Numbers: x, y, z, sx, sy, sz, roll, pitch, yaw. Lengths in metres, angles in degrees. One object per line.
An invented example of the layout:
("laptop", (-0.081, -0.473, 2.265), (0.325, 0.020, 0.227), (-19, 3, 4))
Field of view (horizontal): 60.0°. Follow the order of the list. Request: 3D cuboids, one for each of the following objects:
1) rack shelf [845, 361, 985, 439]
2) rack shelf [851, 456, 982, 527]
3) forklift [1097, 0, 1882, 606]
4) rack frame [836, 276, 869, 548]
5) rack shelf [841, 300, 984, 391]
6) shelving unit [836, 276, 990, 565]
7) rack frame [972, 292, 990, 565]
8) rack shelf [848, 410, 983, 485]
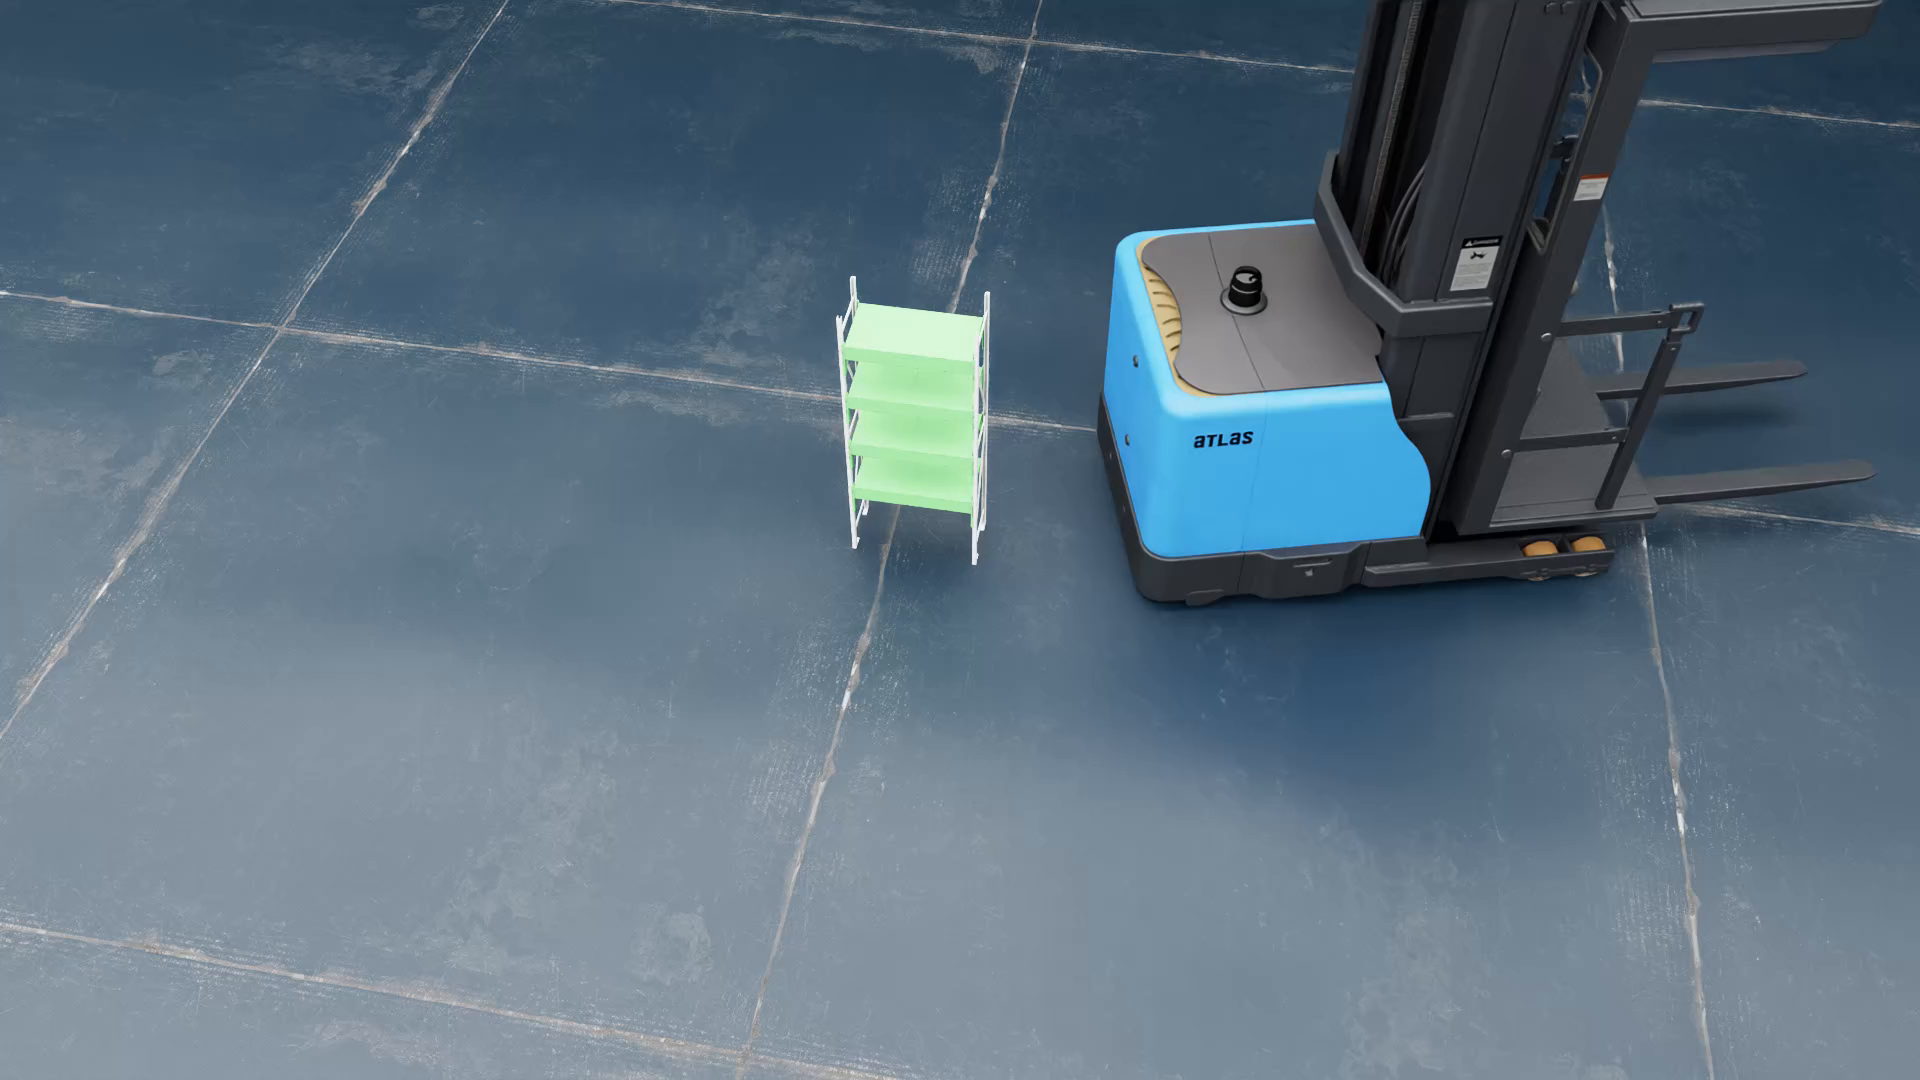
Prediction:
("rack shelf", (-0.163, -0.541, 6.164), (0.480, 0.148, 0.258), (8, 49, 7))
("rack shelf", (-0.163, -0.220, 6.521), (0.480, 0.148, 0.258), (8, 49, 7))
("forklift", (2.134, -1.207, 5.836), (3.031, 2.935, 1.130), (-5, 48, -5))
("rack frame", (-0.403, -0.455, 6.324), (0.015, 1.200, 0.240), (8, 49, 7))
("rack shelf", (-0.163, -0.701, 5.986), (0.480, 0.148, 0.258), (8, 49, 7))
("shelving unit", (-0.163, -0.423, 6.295), (0.503, 1.200, 0.258), (8, 49, 7))
("rack frame", (0.077, -0.391, 6.266), (0.015, 1.200, 0.240), (8, 49, 7))
("rack shelf", (-0.163, -0.380, 6.343), (0.480, 0.148, 0.258), (8, 49, 7))
